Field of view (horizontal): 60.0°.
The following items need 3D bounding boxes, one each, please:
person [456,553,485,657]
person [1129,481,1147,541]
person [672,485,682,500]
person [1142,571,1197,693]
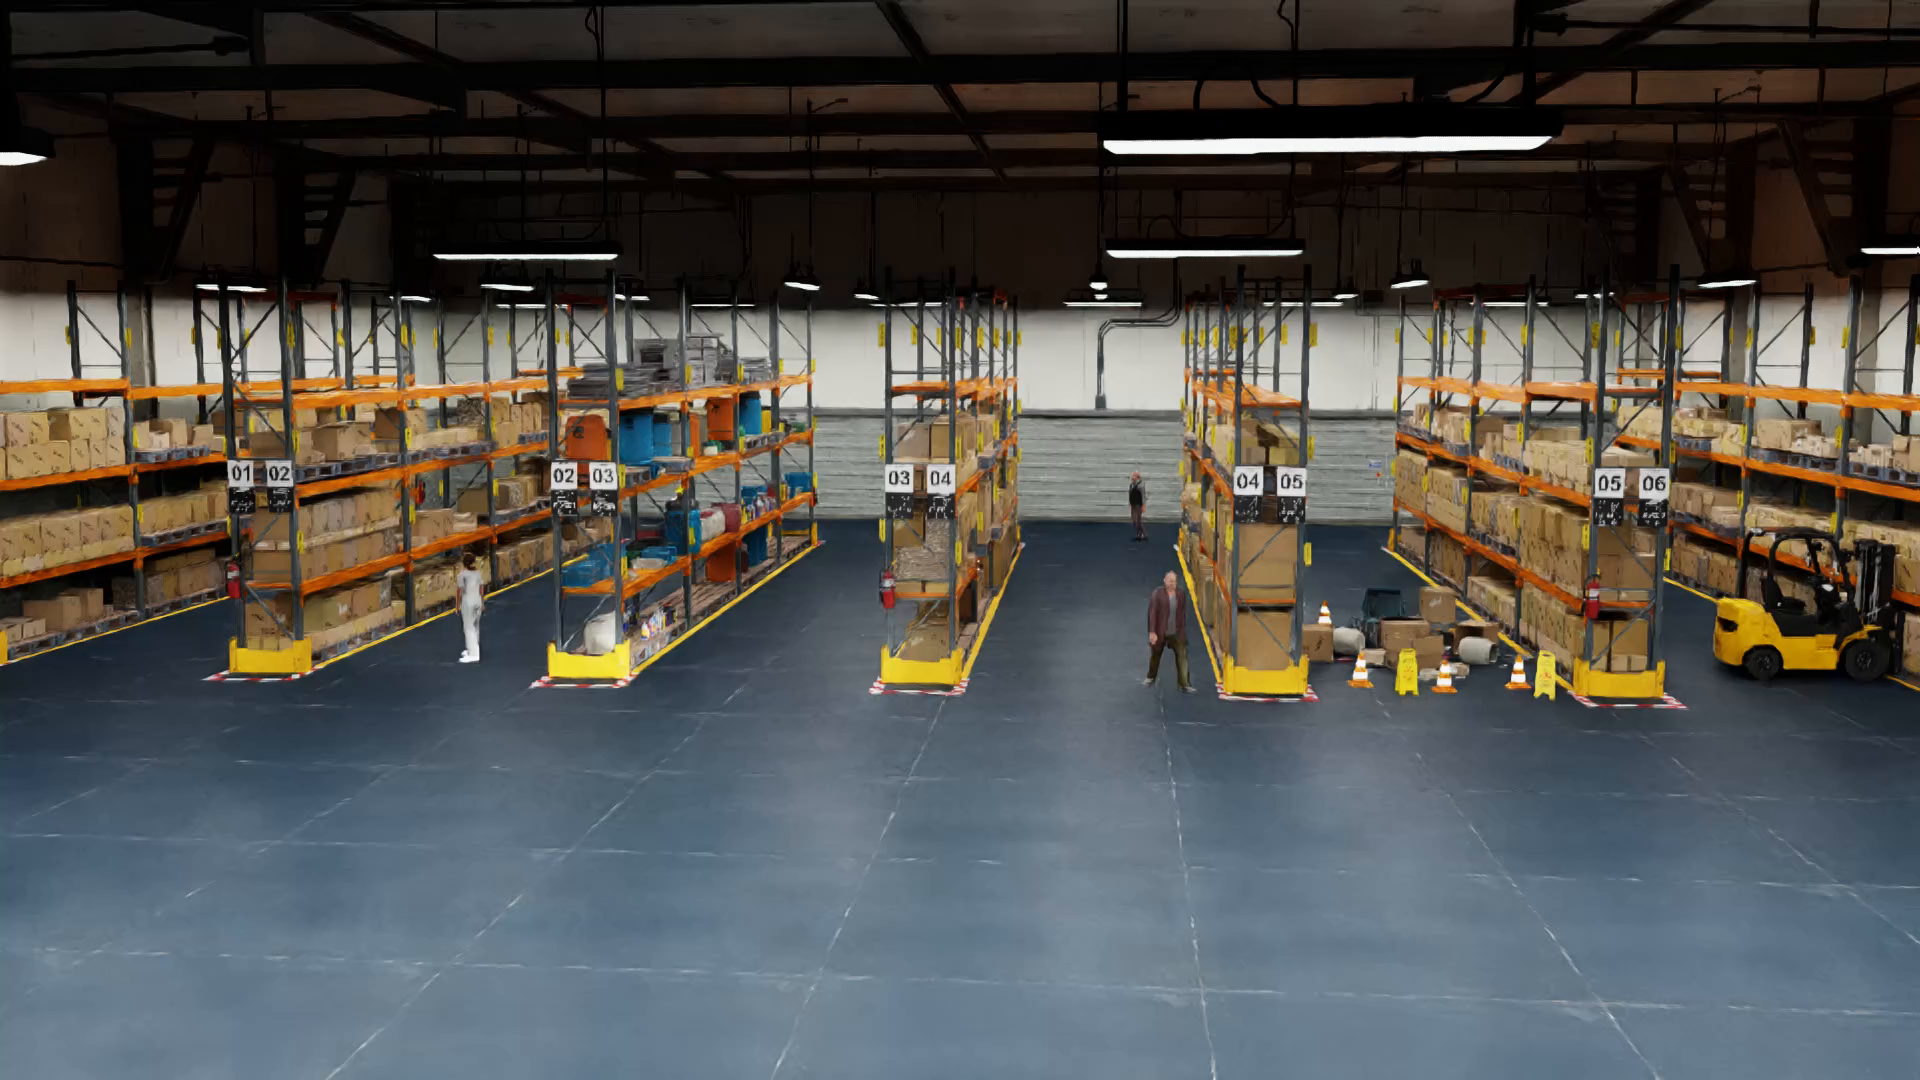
[{"bbox_3d":[-7.575,0.993,25.838,0.439,1.603,0.536,4,8,31],"label":"person"},{"bbox_3d":[4.403,-0.723,41.012,0.389,1.482,0.556,-3,8,-25],"label":"person"},{"bbox_3d":[-6.274,-0.432,37.554,0.567,1.638,0.942,1,7,7],"label":"person"},{"bbox_3d":[2.960,1.290,23.593,0.635,1.734,1.036,-2,7,-14],"label":"person"}]
